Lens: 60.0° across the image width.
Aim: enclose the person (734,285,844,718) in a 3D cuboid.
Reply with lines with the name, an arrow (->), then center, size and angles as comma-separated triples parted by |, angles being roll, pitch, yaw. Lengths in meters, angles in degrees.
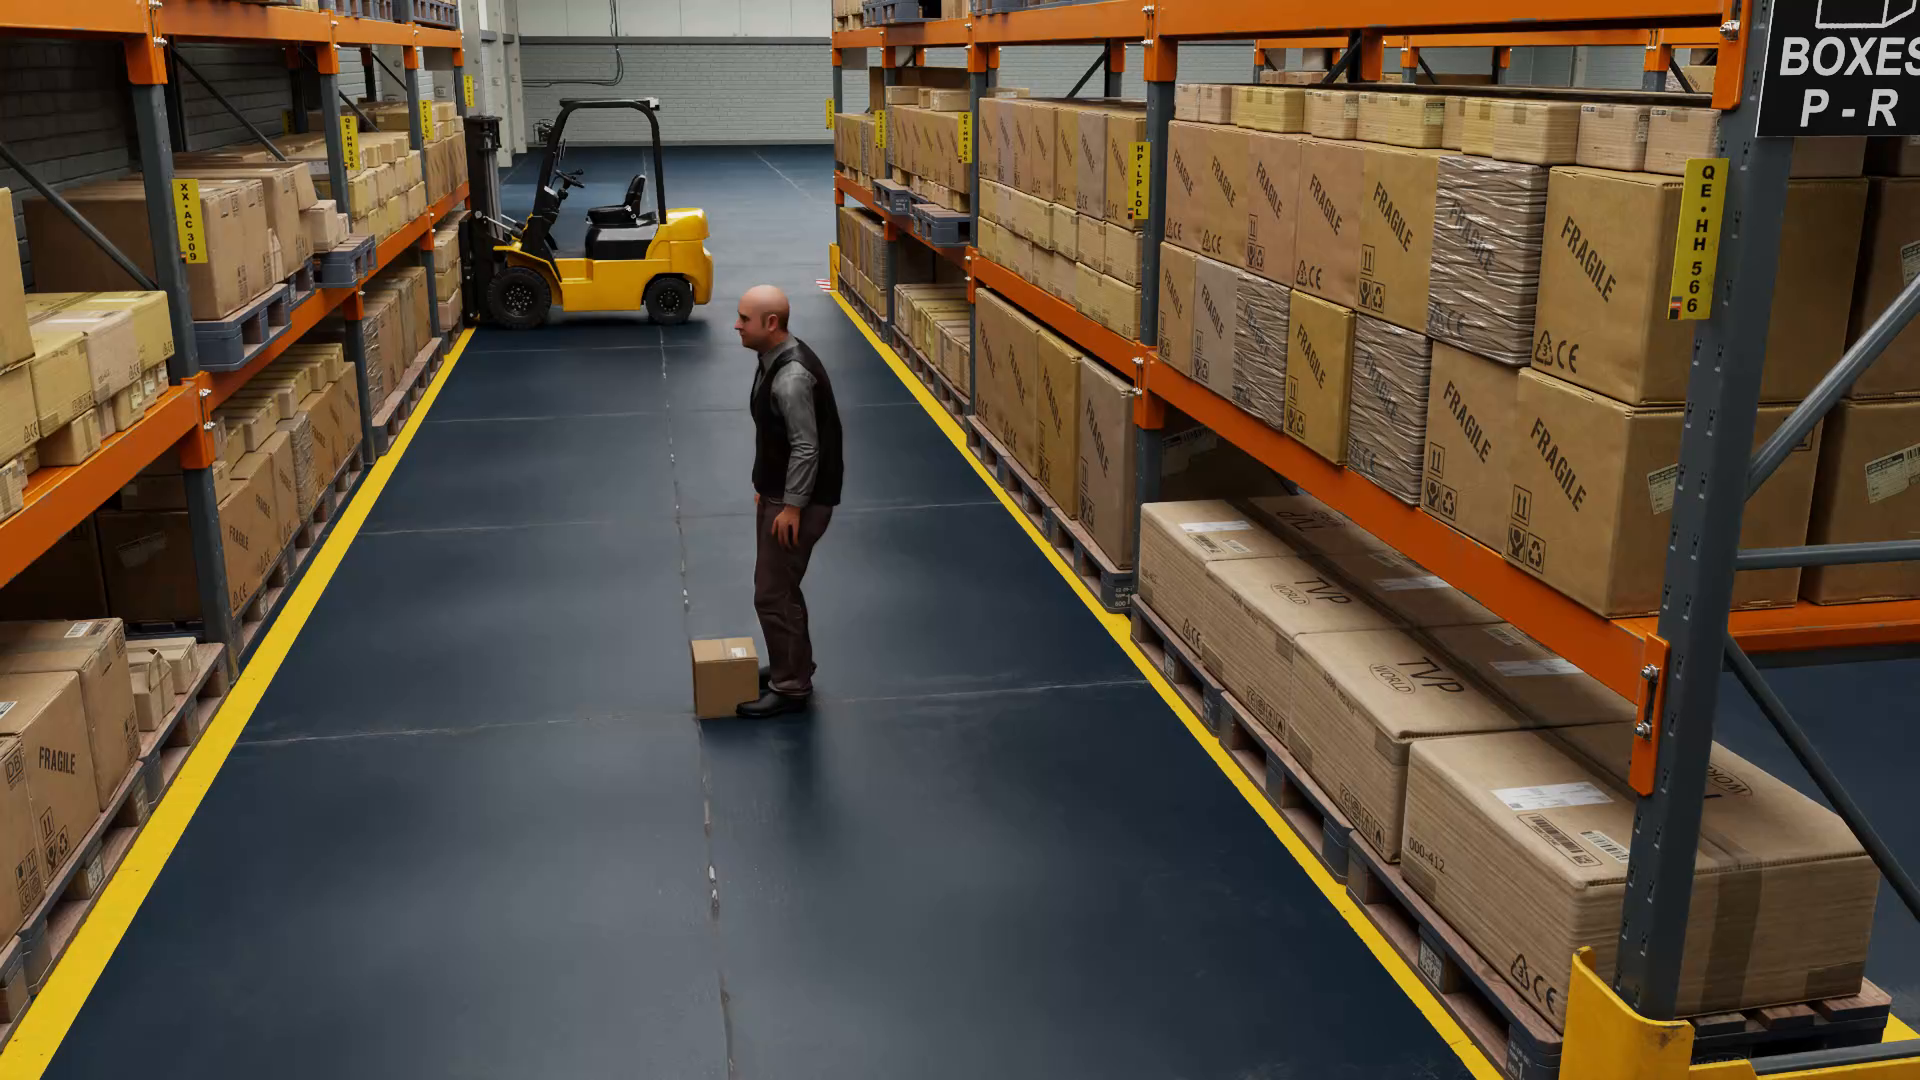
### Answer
person -> -0.704, -0.158, 6.622 | 0.475, 1.720, 0.587 | -4, 17, -14
